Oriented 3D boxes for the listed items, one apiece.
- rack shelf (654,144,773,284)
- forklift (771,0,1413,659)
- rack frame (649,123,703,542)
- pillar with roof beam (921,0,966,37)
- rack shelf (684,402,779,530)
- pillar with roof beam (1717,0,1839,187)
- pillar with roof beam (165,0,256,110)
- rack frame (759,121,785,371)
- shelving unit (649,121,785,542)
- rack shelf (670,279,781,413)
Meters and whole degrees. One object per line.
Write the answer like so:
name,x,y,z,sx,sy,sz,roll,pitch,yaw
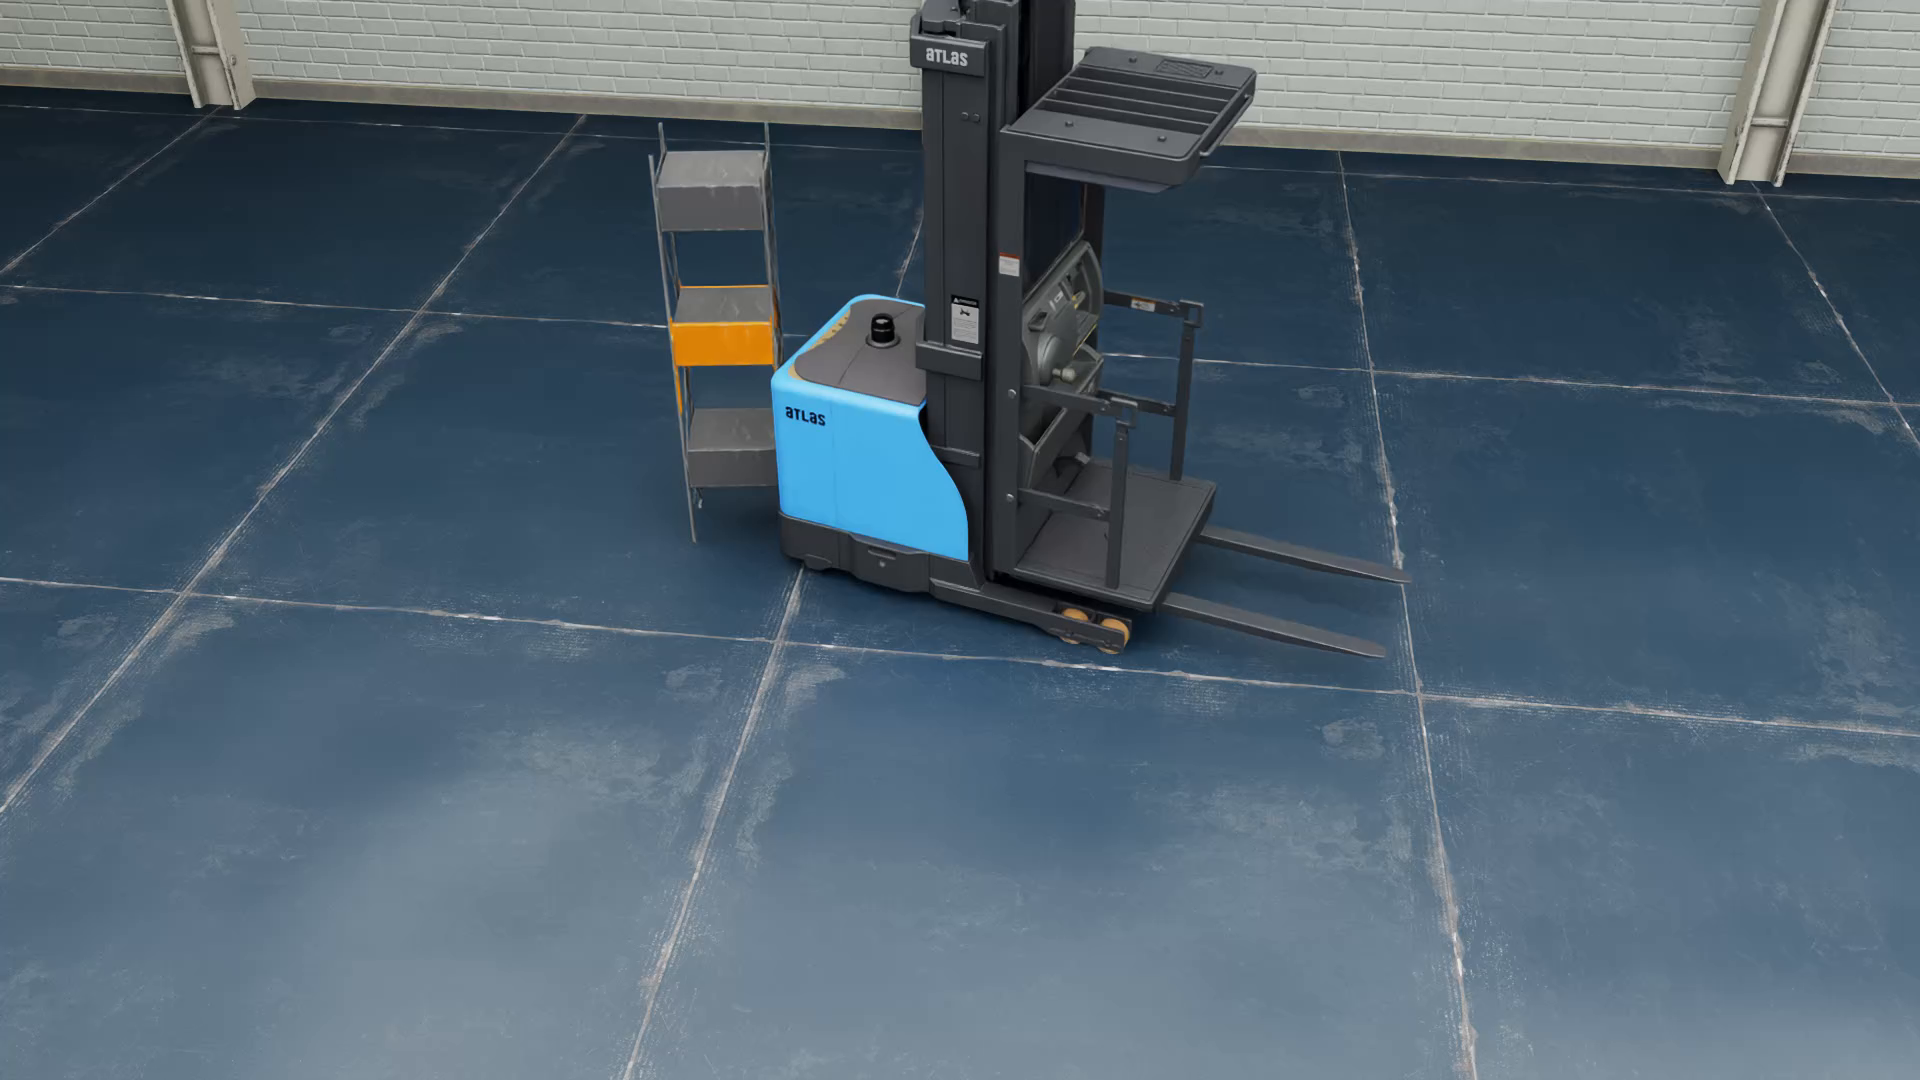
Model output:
rack shelf,-1.136,-1.526,7.755,0.480,0.518,0.431,-1,35,-2
forklift,0.653,-1.007,7.495,3.031,2.935,1.130,14,38,19
rack frame,-1.380,-0.962,8.146,0.015,2.100,0.400,-1,35,-2
pillar with roof beam,-0.619,-4.335,6.935,0.400,9.000,9.100,4,36,6
rack shelf,-1.136,-0.385,8.567,0.480,0.518,0.431,-1,35,-2
pillar with roof beam,5.332,-3.891,6.313,0.400,9.000,9.100,4,36,6
pillar with roof beam,-6.570,-4.779,7.557,0.400,9.000,9.100,4,36,6
rack frame,-0.893,-0.971,8.159,0.015,2.100,0.400,-1,35,-2
shelving unit,-1.136,-0.966,8.153,0.503,2.100,0.431,-1,35,-2
rack shelf,-1.136,-0.955,8.161,0.480,0.518,0.431,-1,35,-2
